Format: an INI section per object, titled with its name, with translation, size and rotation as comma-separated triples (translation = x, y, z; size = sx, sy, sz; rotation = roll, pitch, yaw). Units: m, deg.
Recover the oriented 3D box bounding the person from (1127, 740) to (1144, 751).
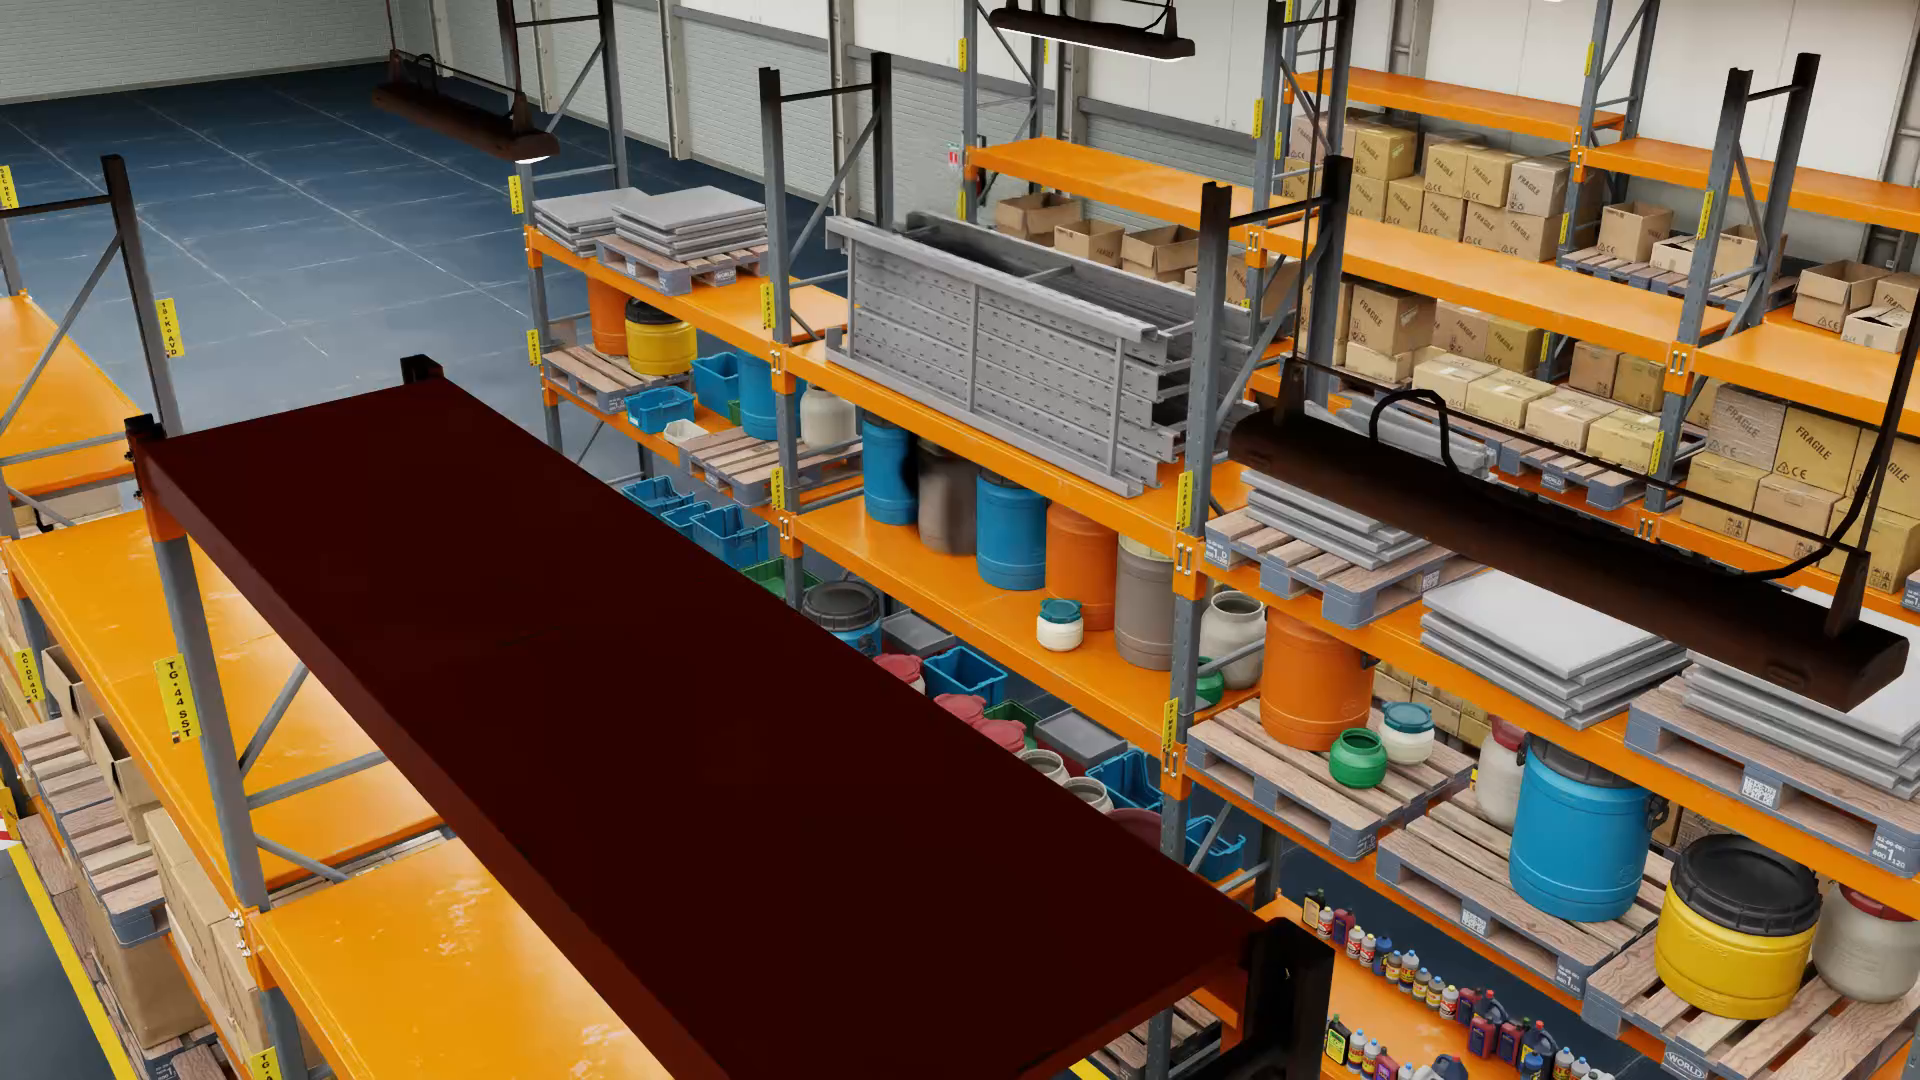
[person]
translation = 1.331, 1.580, 12.972
size = 0.779, 1.843, 0.631
rotation = 23, 34, 39
